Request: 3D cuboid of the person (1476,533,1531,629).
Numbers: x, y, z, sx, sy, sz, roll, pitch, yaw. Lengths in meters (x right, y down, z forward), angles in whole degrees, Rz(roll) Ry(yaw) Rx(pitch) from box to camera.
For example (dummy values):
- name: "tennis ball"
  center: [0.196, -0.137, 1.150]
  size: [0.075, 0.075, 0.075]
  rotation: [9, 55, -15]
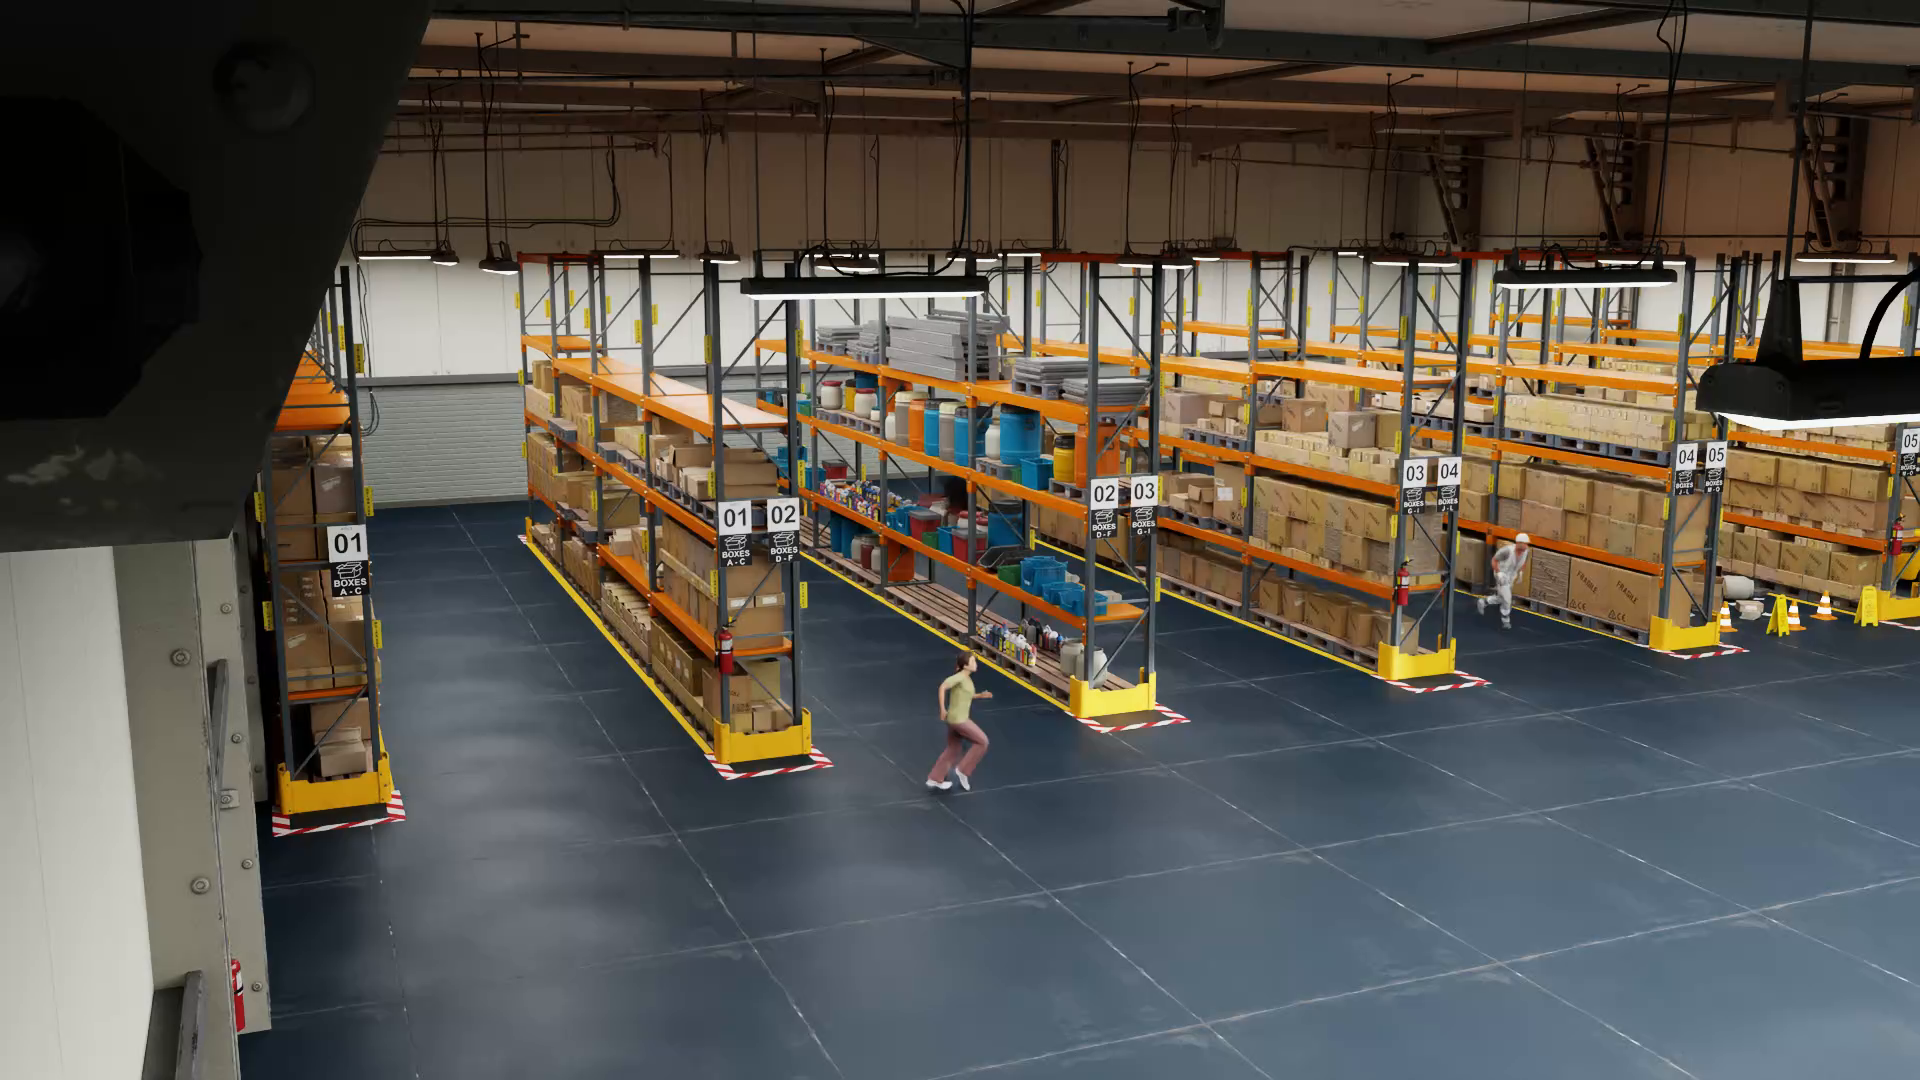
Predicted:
- name: "person"
  center: [8.916, 0.624, 27.263]
  size: [0.663, 1.618, 1.091]
  rotation: [-4, 11, -22]

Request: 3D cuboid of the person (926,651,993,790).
- name: "person"
  center: [-0.012, 2.076, 19.037]
  size: [0.764, 1.622, 0.608]
  rotation: [1, 10, 5]

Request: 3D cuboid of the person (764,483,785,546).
- name: "person"
  center: [-3.527, -0.259, 31.567]
  size: [0.695, 1.810, 0.791]
  rotation: [-3, 11, -16]
